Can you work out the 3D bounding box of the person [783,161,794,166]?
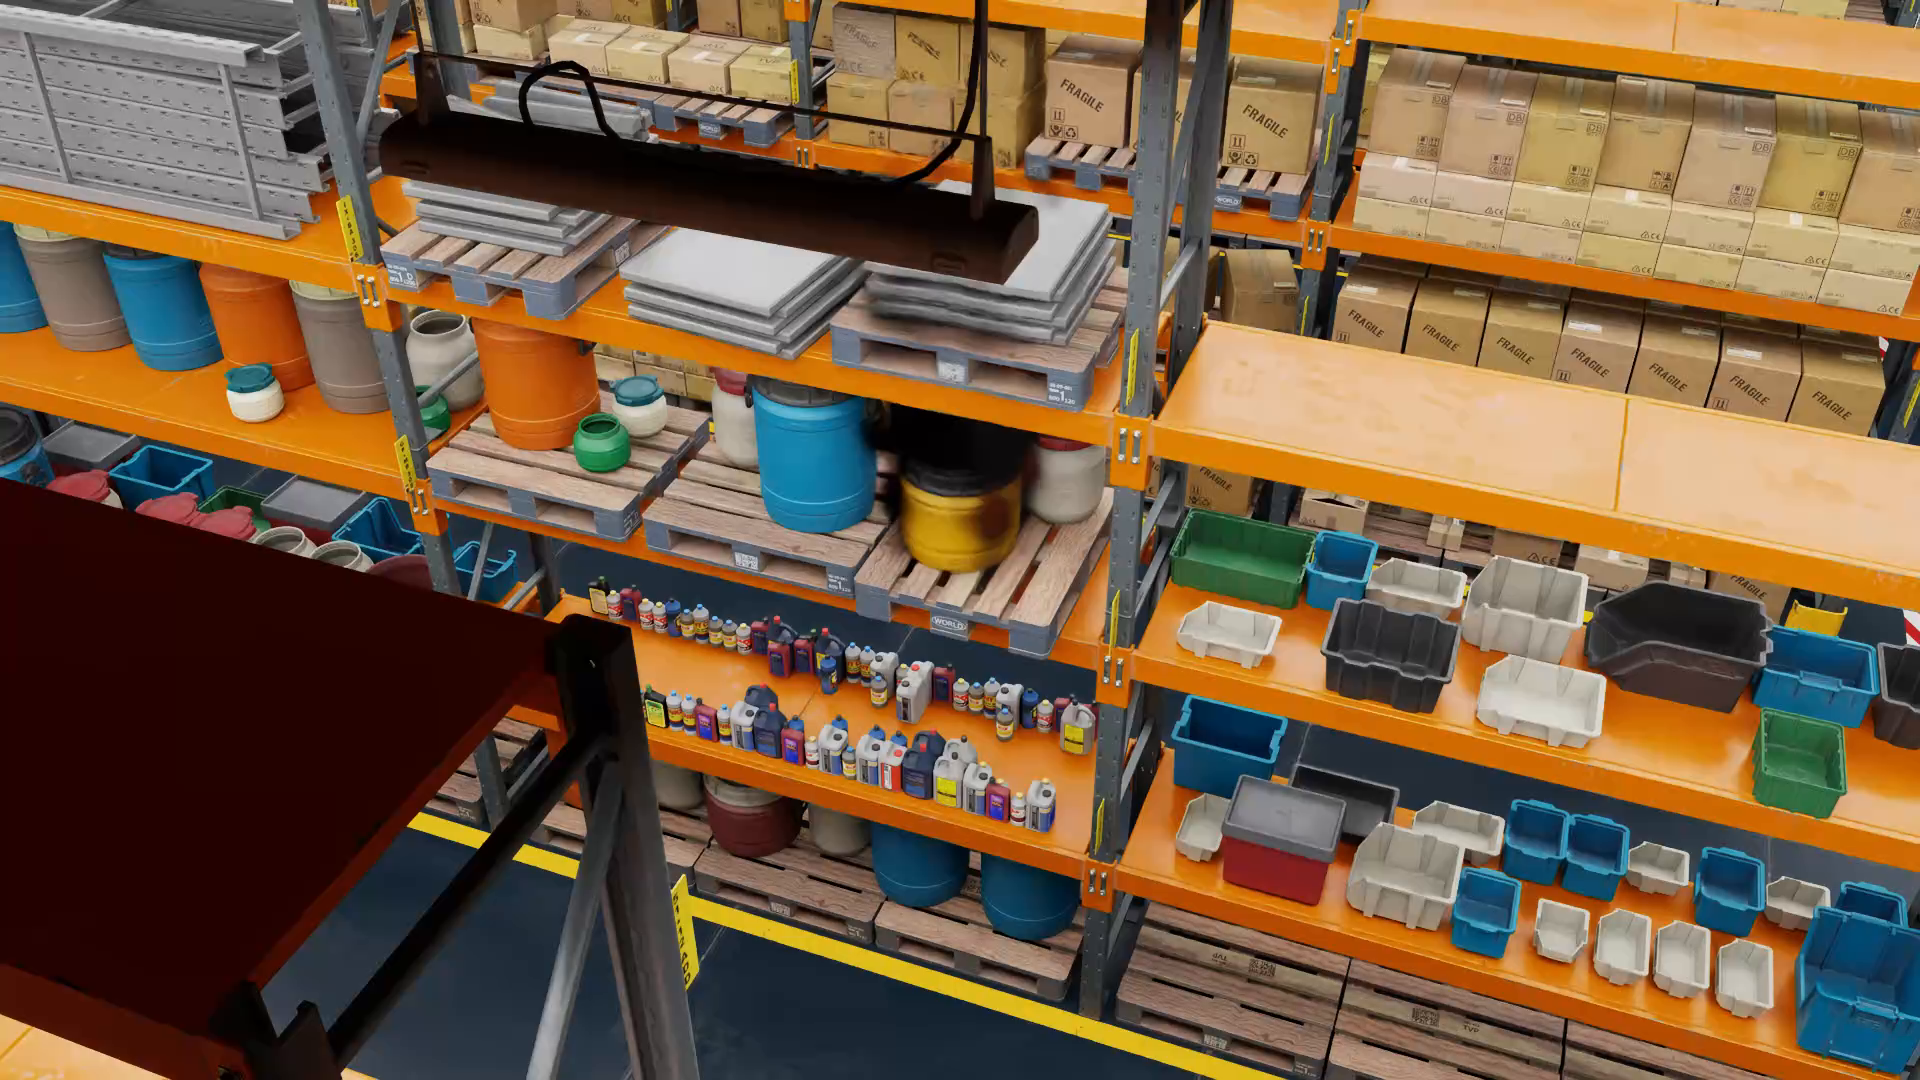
[{"bbox_3d":[-1.584,-2.838,15.865,0.593,1.642,0.658,15,39,19],"label":"person"}]
